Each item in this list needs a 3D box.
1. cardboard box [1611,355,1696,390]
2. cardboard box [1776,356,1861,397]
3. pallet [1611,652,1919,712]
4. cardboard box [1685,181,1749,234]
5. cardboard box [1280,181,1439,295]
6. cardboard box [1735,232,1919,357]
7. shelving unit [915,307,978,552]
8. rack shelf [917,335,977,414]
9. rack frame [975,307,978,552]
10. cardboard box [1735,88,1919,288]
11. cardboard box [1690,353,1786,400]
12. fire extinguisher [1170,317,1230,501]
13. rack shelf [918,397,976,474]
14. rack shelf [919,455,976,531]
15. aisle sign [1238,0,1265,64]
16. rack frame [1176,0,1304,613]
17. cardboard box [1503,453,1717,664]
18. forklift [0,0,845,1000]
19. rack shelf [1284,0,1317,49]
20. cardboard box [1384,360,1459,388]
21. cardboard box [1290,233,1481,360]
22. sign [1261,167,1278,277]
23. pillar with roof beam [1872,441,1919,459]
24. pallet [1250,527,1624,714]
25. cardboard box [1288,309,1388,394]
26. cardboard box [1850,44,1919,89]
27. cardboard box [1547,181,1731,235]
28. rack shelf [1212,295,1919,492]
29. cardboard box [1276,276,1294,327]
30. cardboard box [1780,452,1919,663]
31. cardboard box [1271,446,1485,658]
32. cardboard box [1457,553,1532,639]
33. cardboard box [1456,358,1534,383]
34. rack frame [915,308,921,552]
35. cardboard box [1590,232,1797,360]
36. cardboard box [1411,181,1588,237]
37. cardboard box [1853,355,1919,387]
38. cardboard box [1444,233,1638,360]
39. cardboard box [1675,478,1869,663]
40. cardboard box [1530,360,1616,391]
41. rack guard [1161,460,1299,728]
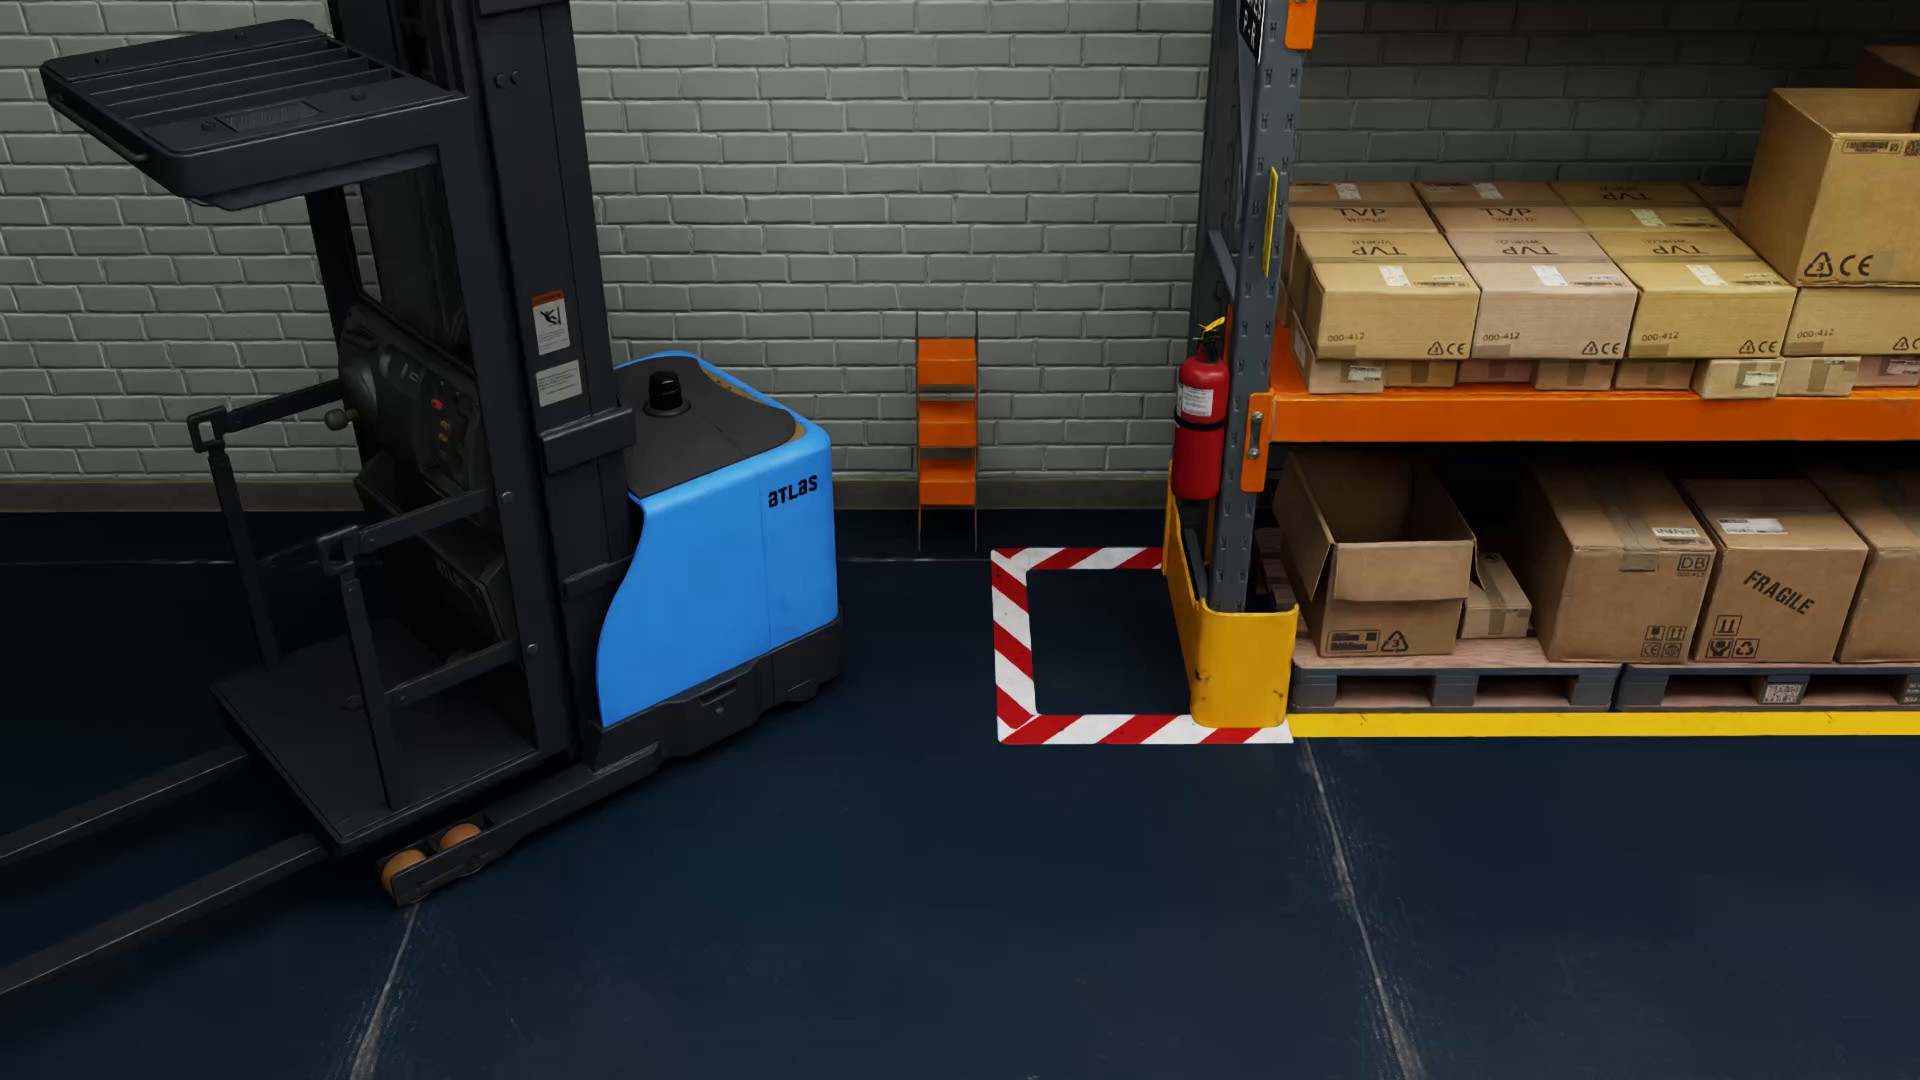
[{"bbox_3d":[2.319,-0.663,5.693,0.250,0.149,0.380,0,31,0],"label":"cardboard box"},{"bbox_3d":[2.835,-0.636,5.649,0.250,0.149,0.380,1,31,1],"label":"cardboard box"},{"bbox_3d":[3.044,0.292,6.566,1.213,0.211,1.003,0,31,0],"label":"pallet"},{"bbox_3d":[2.945,-1.099,6.027,0.500,0.250,0.500,0,31,0],"label":"cardboard box"},{"bbox_3d":[1.412,-1.097,6.024,0.500,0.250,0.500,1,31,1],"label":"cardboard box"},{"bbox_3d":[2.931,-0.837,5.596,0.500,0.250,0.500,-1,31,-2],"label":"cardboard box"},{"bbox_3d":[-0.054,-0.449,6.977,0.252,1.050,0.215,0,31,0],"label":"shelving unit"},{"bbox_3d":[-0.054,-0.682,6.836,0.240,0.259,0.215,0,31,0],"label":"rack shelf"},{"bbox_3d":[0.068,-0.449,6.978,0.008,1.050,0.200,0,31,0],"label":"rack frame"},{"bbox_3d":[2.909,-1.145,5.381,0.500,0.500,0.500,1,31,1],"label":"cardboard box"},{"bbox_3d":[2.572,-0.625,5.630,0.250,0.149,0.380,-1,31,-2],"label":"cardboard box"},{"bbox_3d":[0.809,-0.462,5.554,0.183,0.674,0.296,0,31,0],"label":"fire extinguisher"},{"bbox_3d":[-0.054,-0.440,6.983,0.240,0.259,0.215,0,31,0],"label":"rack shelf"},{"bbox_3d":[-0.054,-0.202,7.127,0.240,0.259,0.215,0,31,0],"label":"rack shelf"},{"bbox_3d":[0.887,-1.854,4.908,0.004,0.787,0.394,0,31,0],"label":"aisle sign"},{"bbox_3d":[0.953,-0.895,5.833,0.127,3.000,1.000,0,31,0],"label":"rack frame"},{"bbox_3d":[2.421,0.059,6.266,0.500,0.500,0.700,1,31,2],"label":"cardboard box"},{"bbox_3d":[-1.879,-0.397,5.079,3.031,2.935,1.130,-24,39,-34],"label":"forklift"},{"bbox_3d":[2.953,-1.876,5.252,4.000,0.370,1.077,0,31,0],"label":"rack shelf"},{"bbox_3d":[1.538,-0.671,5.706,0.250,0.149,0.380,1,31,1],"label":"cardboard box"},{"bbox_3d":[1.409,-0.820,5.567,0.500,0.250,0.500,0,31,0],"label":"cardboard box"},{"bbox_3d":[0.957,-0.984,5.145,0.005,0.325,0.100,0,31,0],"label":"sign"},{"bbox_3d":[4.278,-1.705,1.384,0.400,9.000,9.100,0,31,0],"label":"pillar with roof beam"},{"bbox_3d":[1.827,0.294,6.562,1.213,0.211,1.003,0,31,0],"label":"pallet"},{"bbox_3d":[1.284,-0.646,5.666,0.250,0.149,0.380,0,31,-1],"label":"cardboard box"},{"bbox_3d":[3.463,-1.424,5.841,0.500,0.500,0.500,-1,31,-2],"label":"cardboard box"},{"bbox_3d":[2.423,-1.097,6.024,0.500,0.250,0.500,1,31,1],"label":"cardboard box"},{"bbox_3d":[2.953,-0.594,6.030,4.000,0.370,1.077,0,31,0],"label":"rack shelf"},{"bbox_3d":[1.283,-0.928,6.130,0.250,0.149,0.380,-1,31,-1],"label":"cardboard box"},{"bbox_3d":[3.459,0.056,6.271,0.500,0.500,0.700,-1,31,-2],"label":"cardboard box"},{"bbox_3d":[1.566,0.040,6.294,0.637,0.503,0.797,-1,31,-2],"label":"cardboard box"},{"bbox_3d":[1.991,0.210,6.355,0.250,0.149,0.380,-1,31,-2],"label":"cardboard box"},{"bbox_3d":[1.800,-0.690,5.738,0.250,0.149,0.380,-1,31,-1],"label":"cardboard box"},{"bbox_3d":[-0.176,-0.448,6.977,0.008,1.050,0.200,0,31,0],"label":"rack frame"},{"bbox_3d":[2.420,-0.825,5.575,0.500,0.250,0.500,-1,31,-1],"label":"cardboard box"},{"bbox_3d":[1.927,-1.098,6.026,0.500,0.250,0.500,0,31,0],"label":"cardboard box"},{"bbox_3d":[3.093,-0.672,5.709,0.250,0.149,0.380,0,31,0],"label":"cardboard box"},{"bbox_3d":[1.913,-0.821,5.570,0.500,0.250,0.500,0,31,0],"label":"cardboard box"},{"bbox_3d":[2.950,0.109,6.183,0.500,0.500,0.500,0,31,1],"label":"cardboard box"},{"bbox_3d":[2.054,-0.659,5.686,0.250,0.149,0.380,1,31,1],"label":"cardboard box"},{"bbox_3d":[1.029,0.173,6.482,0.348,0.500,1.175,0,31,0],"label":"rack guard"}]
